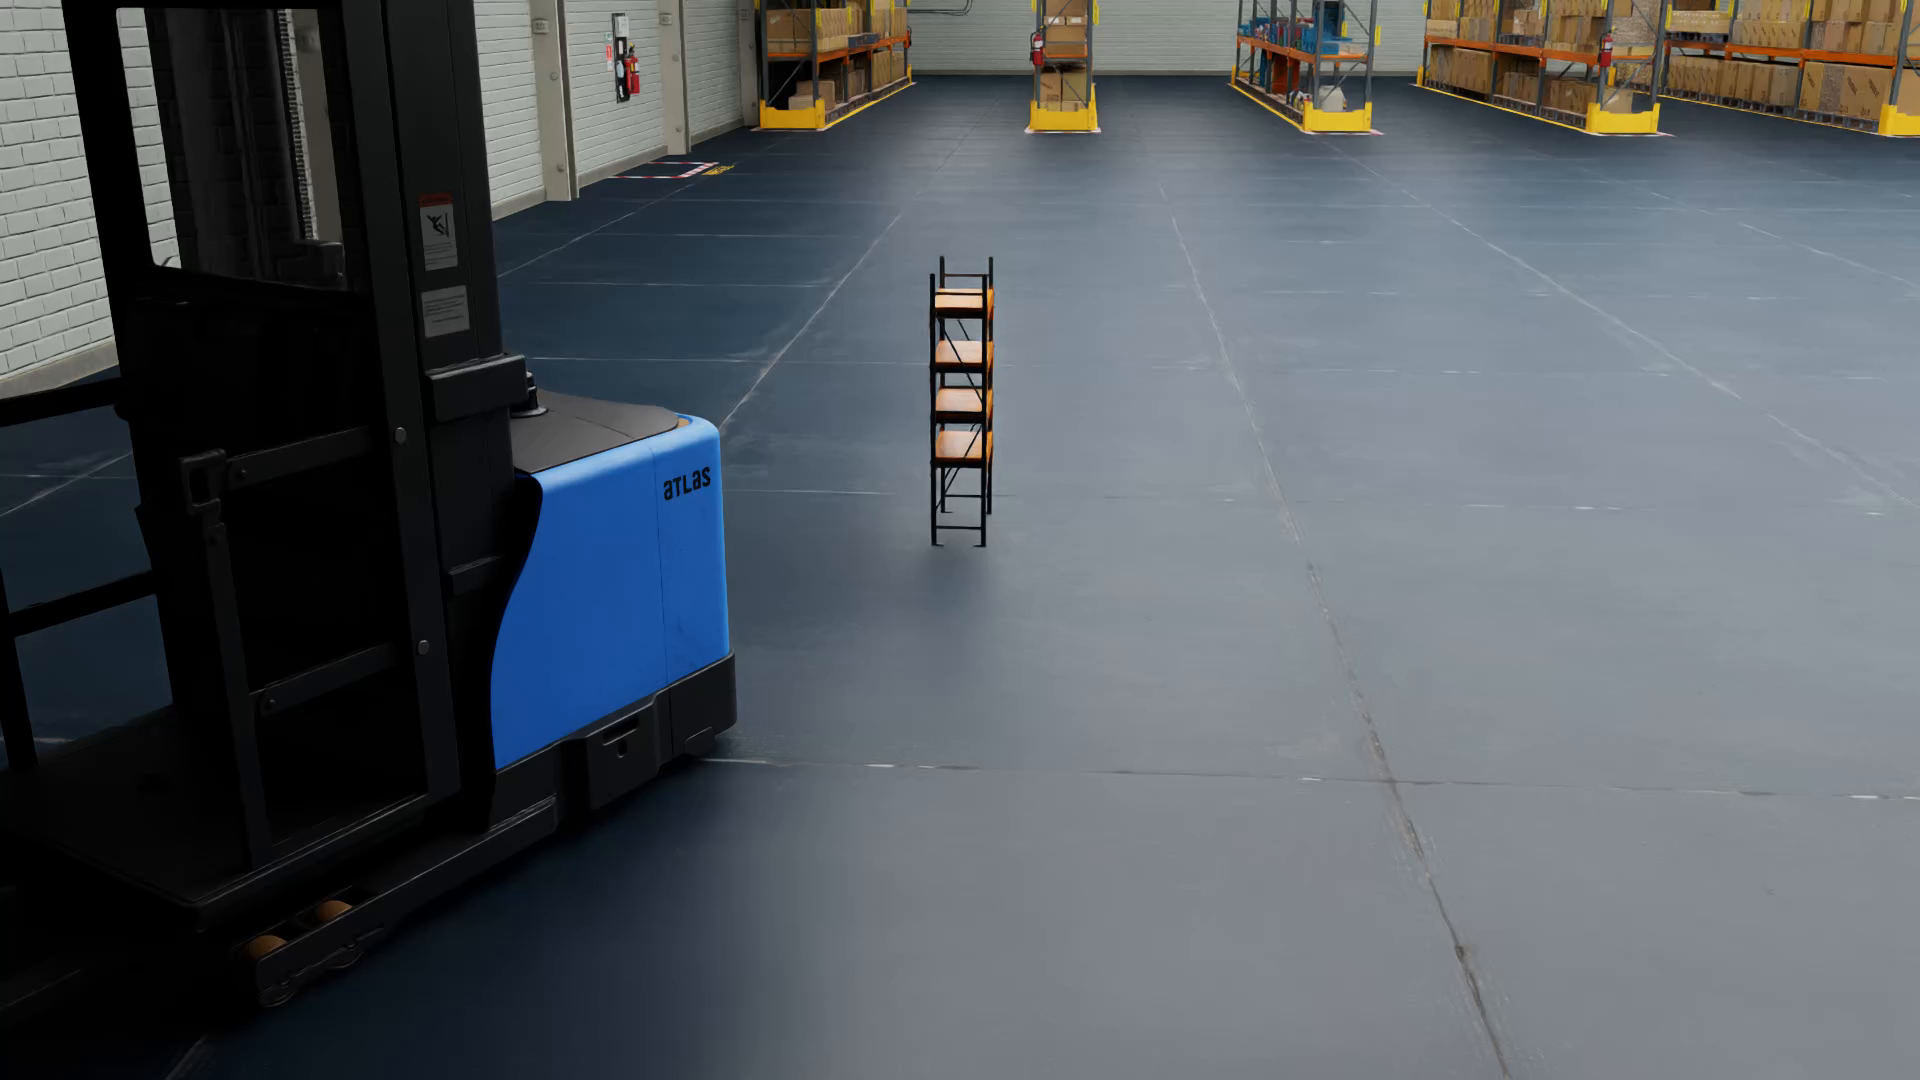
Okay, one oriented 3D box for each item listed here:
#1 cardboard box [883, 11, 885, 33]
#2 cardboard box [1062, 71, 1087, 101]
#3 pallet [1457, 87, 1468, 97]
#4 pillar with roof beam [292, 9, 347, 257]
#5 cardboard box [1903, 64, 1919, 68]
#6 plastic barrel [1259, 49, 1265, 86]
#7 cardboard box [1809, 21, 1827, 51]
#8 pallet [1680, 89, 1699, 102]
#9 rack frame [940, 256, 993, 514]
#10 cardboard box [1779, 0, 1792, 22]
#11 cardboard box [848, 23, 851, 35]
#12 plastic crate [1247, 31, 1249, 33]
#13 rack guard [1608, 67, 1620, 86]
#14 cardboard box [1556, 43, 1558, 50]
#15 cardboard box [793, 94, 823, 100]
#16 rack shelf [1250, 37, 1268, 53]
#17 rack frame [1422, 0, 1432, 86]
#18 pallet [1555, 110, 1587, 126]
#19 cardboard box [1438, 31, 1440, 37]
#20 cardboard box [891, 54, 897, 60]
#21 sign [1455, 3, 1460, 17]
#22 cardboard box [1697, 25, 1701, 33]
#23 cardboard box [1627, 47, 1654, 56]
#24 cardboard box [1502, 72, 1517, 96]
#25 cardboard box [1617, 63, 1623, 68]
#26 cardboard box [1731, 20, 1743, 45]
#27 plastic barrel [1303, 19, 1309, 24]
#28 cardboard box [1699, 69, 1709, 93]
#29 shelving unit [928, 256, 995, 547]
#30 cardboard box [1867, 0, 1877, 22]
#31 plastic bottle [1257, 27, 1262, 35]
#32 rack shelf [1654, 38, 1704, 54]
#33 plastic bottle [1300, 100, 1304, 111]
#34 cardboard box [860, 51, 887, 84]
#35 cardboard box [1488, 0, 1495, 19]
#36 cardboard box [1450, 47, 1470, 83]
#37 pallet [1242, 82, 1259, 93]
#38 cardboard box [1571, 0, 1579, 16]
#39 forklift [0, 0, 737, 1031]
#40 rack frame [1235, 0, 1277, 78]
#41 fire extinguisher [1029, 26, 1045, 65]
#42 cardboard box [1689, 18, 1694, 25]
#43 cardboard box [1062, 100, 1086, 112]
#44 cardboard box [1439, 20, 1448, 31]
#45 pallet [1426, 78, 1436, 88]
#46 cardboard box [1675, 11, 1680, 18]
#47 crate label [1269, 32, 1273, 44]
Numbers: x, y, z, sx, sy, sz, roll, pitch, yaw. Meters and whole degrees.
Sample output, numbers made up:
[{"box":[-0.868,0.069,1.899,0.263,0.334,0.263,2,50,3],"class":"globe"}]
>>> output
[{"box":[-2.074,-12.450,39.930,0.500,0.500,0.500,1,18,4],"class":"cardboard box"},{"box":[2.154,-8.445,30.915,0.500,0.500,0.500,1,18,4],"class":"cardboard box"},{"box":[12.620,-10.817,40.095,1.003,0.211,1.213,1,18,4],"class":"pallet"},{"box":[-0.891,-6.389,12.469,9.100,9.000,0.400,1,18,4],"class":"pillar with roof beam"},{"box":[22.463,-10.877,38.537,0.875,0.875,0.875,2,18,6],"class":"cardboard box"},{"box":[7.604,-11.527,40.481,0.600,0.901,0.708,1,18,4],"class":"plastic barrel"},{"box":[16.953,-9.713,32.007,0.875,0.550,0.550,1,18,4],"class":"cardboard box"},{"box":[17.401,-10.294,38.500,1.003,0.211,1.213,1,18,4],"class":"pallet"},{"box":[0.029,-0.697,7.624,0.240,1.200,0.015,1,18,4],"class":"rack frame"},{"box":[17.068,-10.750,33.647,0.700,0.500,0.500,1,18,4],"class":"cardboard box"},{"box":[-2.677,-10.817,34.752,0.700,0.500,0.500,3,18,10],"class":"cardboard box"},{"box":[7.473,-12.745,41.847,0.437,0.125,0.590,1,18,4],"class":"plastic crate"},{"box":[17.822,-12.272,44.072,1.175,0.500,0.348,1,18,4],"class":"rack guard"},{"box":[11.682,-9.486,31.958,0.380,0.149,0.250,1,18,4],"class":"cardboard box"},{"box":[-2.901,-8.309,31.575,0.500,0.311,0.500,3,18,8],"class":"cardboard box"},{"box":[7.517,-11.531,38.951,1.077,0.370,4.000,1,18,4],"class":"rack shelf"},{"box":[12.887,-13.625,44.188,1.000,3.000,0.127,1,18,4],"class":"rack frame"},{"box":[11.929,-7.984,31.450,1.003,0.211,1.213,1,18,4],"class":"pallet"},{"box":[12.424,-12.925,42.455,0.380,0.149,0.250,1,18,3],"class":"cardboard box"},{"box":[-1.822,-12.529,43.141,0.380,0.149,0.250,1,18,2],"class":"cardboard box"},{"box":[12.047,-12.844,40.286,0.100,0.325,0.005,1,18,4],"class":"sign"},{"box":[16.908,-11.560,37.615,0.380,0.149,0.250,0,18,1],"class":"cardboard box"},{"box":[11.999,-8.620,29.316,0.380,0.149,0.250,1,18,4],"class":"cardboard box"},{"box":[12.286,-9.953,36.290,0.700,0.500,0.500,0,18,1],"class":"cardboard box"},{"box":[17.451,-12.456,43.567,0.380,0.149,0.250,0,18,1],"class":"cardboard box"},{"box":[16.952,-10.913,35.749,0.500,0.500,0.500,1,18,5],"class":"cardboard box"},{"box":[7.458,-10.728,35.128,0.433,0.535,0.433,0,18,0],"class":"plastic barrel"},{"box":[17.081,-10.382,37.629,0.500,0.500,0.500,2,18,6],"class":"cardboard box"},{"box":[0.012,-0.622,7.393,0.258,1.200,0.503,1,18,4],"class":"shelving unit"},{"box":[16.869,-9.557,29.796,0.875,0.550,0.550,1,18,4],"class":"cardboard box"},{"box":[7.221,-12.186,39.994,0.152,0.276,0.135,1,18,4],"class":"plastic bottle"},{"box":[17.684,-12.520,41.971,1.077,0.370,4.000,1,18,4],"class":"rack shelf"},{"box":[6.495,-8.226,31.498,0.097,0.201,0.097,0,18,0],"class":"plastic bottle"},{"box":[-2.199,-11.412,40.211,0.750,0.750,0.750,2,18,6],"class":"cardboard box"},{"box":[12.432,-12.094,37.743,0.797,0.503,0.637,2,18,5],"class":"cardboard box"},{"box":[12.728,-11.776,41.283,0.875,0.875,0.875,1,18,4],"class":"cardboard box"},{"box":[7.674,-11.398,41.868,1.003,0.211,1.213,1,18,4],"class":"pallet"},{"box":[11.646,-9.962,30.765,0.500,0.500,0.500,1,18,4],"class":"cardboard box"},{"box":[-1.934,-0.436,4.047,1.130,2.935,3.031,11,21,30],"class":"forklift"},{"box":[7.947,-13.736,44.526,1.000,3.000,0.127,1,18,4],"class":"rack frame"},{"box":[1.388,-8.815,29.633,0.296,0.674,0.183,1,18,4],"class":"fire extinguisher"},{"box":[16.944,-11.865,38.066,0.380,0.149,0.250,1,18,3],"class":"cardboard box"},{"box":[2.120,-7.933,30.557,0.500,0.250,0.500,1,18,4],"class":"cardboard box"},{"box":[12.481,-13.073,42.265,0.500,0.250,0.500,1,18,3],"class":"cardboard box"},{"box":[12.908,-12.050,43.859,1.003,0.211,1.213,1,18,4],"class":"pallet"},{"box":[17.019,-12.325,38.995,0.380,0.149,0.250,1,18,4],"class":"cardboard box"},{"box":[6.970,-11.049,36.595,0.303,0.233,0.416,1,18,4],"class":"crate label"}]
